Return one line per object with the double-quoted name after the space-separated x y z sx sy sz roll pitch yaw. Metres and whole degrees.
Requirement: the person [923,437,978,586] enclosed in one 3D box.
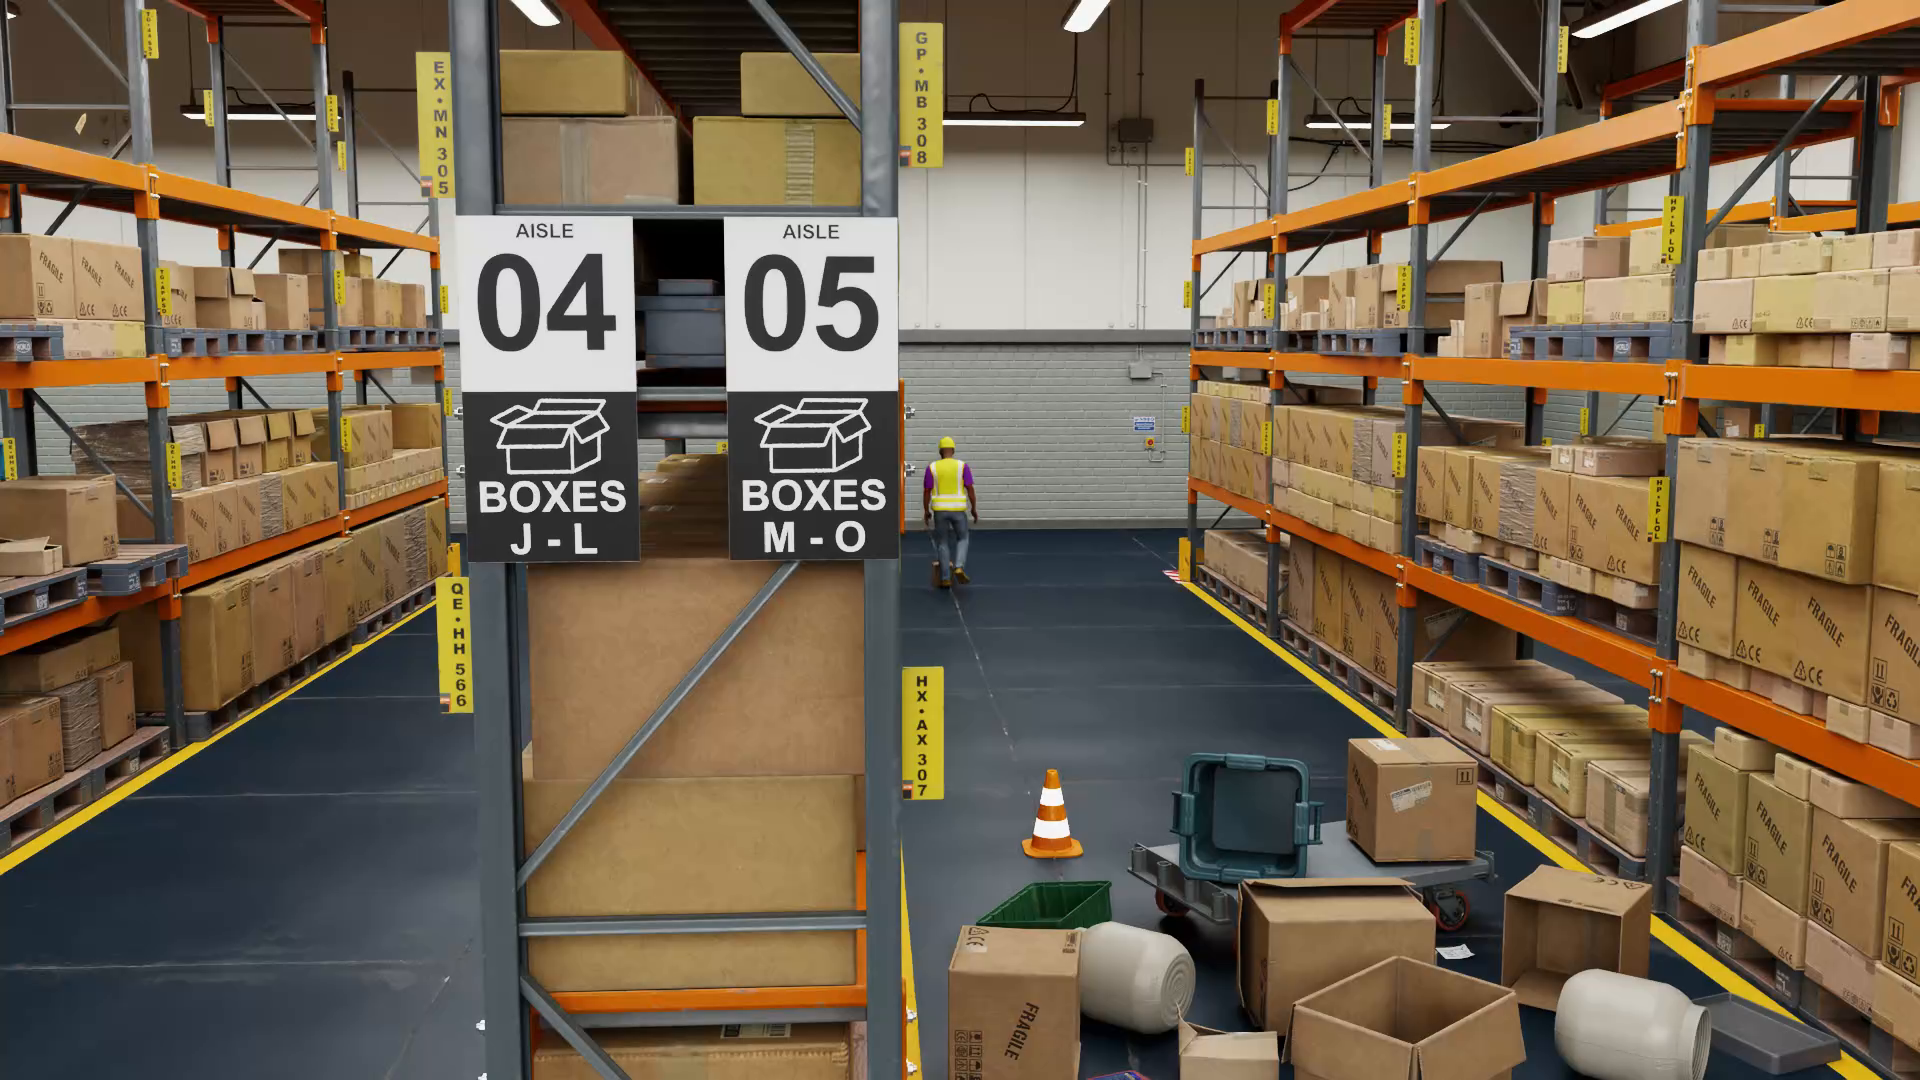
-0.112 -0.345 19.777 0.652 1.755 0.449 0 7 0 "person"
